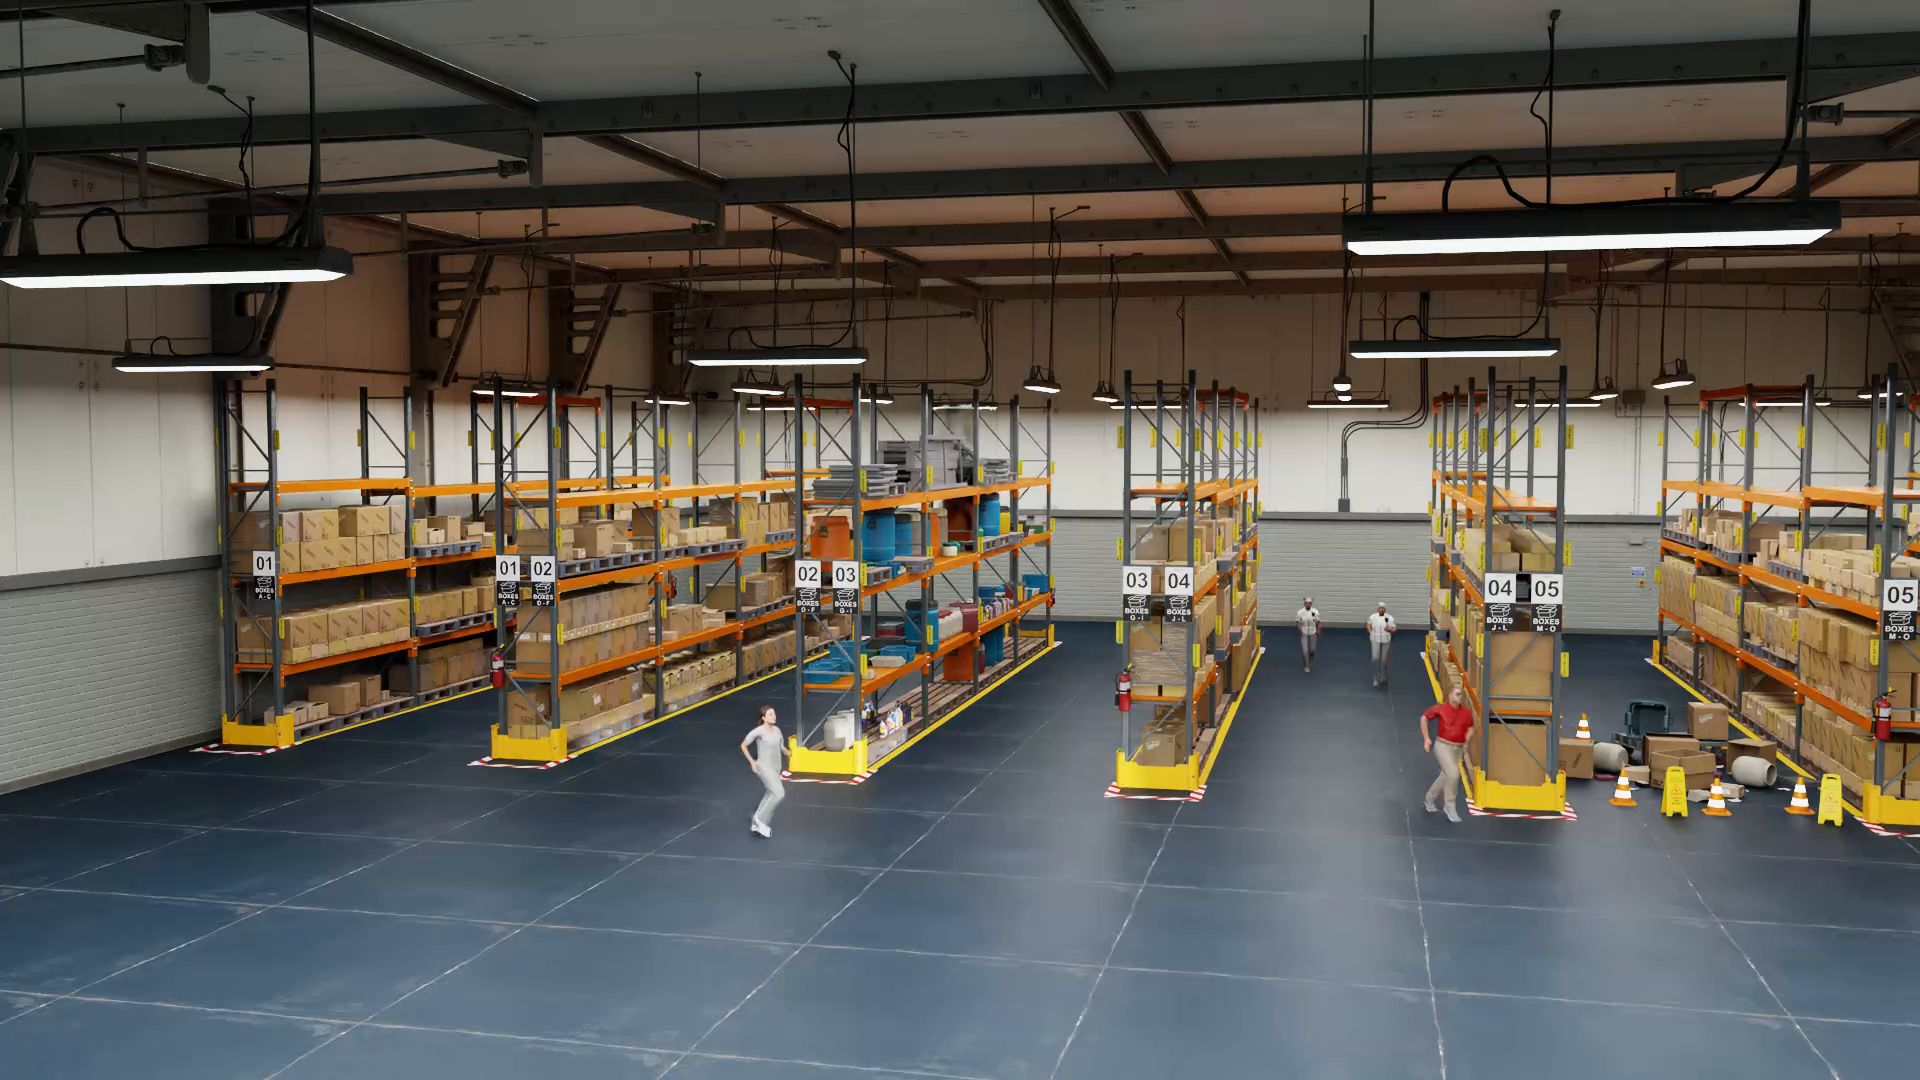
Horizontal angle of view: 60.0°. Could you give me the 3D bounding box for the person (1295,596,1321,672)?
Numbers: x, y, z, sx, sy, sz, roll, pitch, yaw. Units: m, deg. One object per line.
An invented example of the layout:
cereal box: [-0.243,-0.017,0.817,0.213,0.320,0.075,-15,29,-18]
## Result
person: [7.554,2.030,36.090,0.556,1.649,0.592,1,3,9]

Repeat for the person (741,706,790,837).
person: [-2.395,2.904,20.940,0.649,1.640,0.537,2,4,33]

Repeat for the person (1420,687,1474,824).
person: [6.546,2.823,22.118,0.654,1.728,0.809,-1,4,-22]

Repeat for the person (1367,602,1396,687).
person: [8.630,2.128,34.061,0.584,1.724,0.727,1,4,13]
